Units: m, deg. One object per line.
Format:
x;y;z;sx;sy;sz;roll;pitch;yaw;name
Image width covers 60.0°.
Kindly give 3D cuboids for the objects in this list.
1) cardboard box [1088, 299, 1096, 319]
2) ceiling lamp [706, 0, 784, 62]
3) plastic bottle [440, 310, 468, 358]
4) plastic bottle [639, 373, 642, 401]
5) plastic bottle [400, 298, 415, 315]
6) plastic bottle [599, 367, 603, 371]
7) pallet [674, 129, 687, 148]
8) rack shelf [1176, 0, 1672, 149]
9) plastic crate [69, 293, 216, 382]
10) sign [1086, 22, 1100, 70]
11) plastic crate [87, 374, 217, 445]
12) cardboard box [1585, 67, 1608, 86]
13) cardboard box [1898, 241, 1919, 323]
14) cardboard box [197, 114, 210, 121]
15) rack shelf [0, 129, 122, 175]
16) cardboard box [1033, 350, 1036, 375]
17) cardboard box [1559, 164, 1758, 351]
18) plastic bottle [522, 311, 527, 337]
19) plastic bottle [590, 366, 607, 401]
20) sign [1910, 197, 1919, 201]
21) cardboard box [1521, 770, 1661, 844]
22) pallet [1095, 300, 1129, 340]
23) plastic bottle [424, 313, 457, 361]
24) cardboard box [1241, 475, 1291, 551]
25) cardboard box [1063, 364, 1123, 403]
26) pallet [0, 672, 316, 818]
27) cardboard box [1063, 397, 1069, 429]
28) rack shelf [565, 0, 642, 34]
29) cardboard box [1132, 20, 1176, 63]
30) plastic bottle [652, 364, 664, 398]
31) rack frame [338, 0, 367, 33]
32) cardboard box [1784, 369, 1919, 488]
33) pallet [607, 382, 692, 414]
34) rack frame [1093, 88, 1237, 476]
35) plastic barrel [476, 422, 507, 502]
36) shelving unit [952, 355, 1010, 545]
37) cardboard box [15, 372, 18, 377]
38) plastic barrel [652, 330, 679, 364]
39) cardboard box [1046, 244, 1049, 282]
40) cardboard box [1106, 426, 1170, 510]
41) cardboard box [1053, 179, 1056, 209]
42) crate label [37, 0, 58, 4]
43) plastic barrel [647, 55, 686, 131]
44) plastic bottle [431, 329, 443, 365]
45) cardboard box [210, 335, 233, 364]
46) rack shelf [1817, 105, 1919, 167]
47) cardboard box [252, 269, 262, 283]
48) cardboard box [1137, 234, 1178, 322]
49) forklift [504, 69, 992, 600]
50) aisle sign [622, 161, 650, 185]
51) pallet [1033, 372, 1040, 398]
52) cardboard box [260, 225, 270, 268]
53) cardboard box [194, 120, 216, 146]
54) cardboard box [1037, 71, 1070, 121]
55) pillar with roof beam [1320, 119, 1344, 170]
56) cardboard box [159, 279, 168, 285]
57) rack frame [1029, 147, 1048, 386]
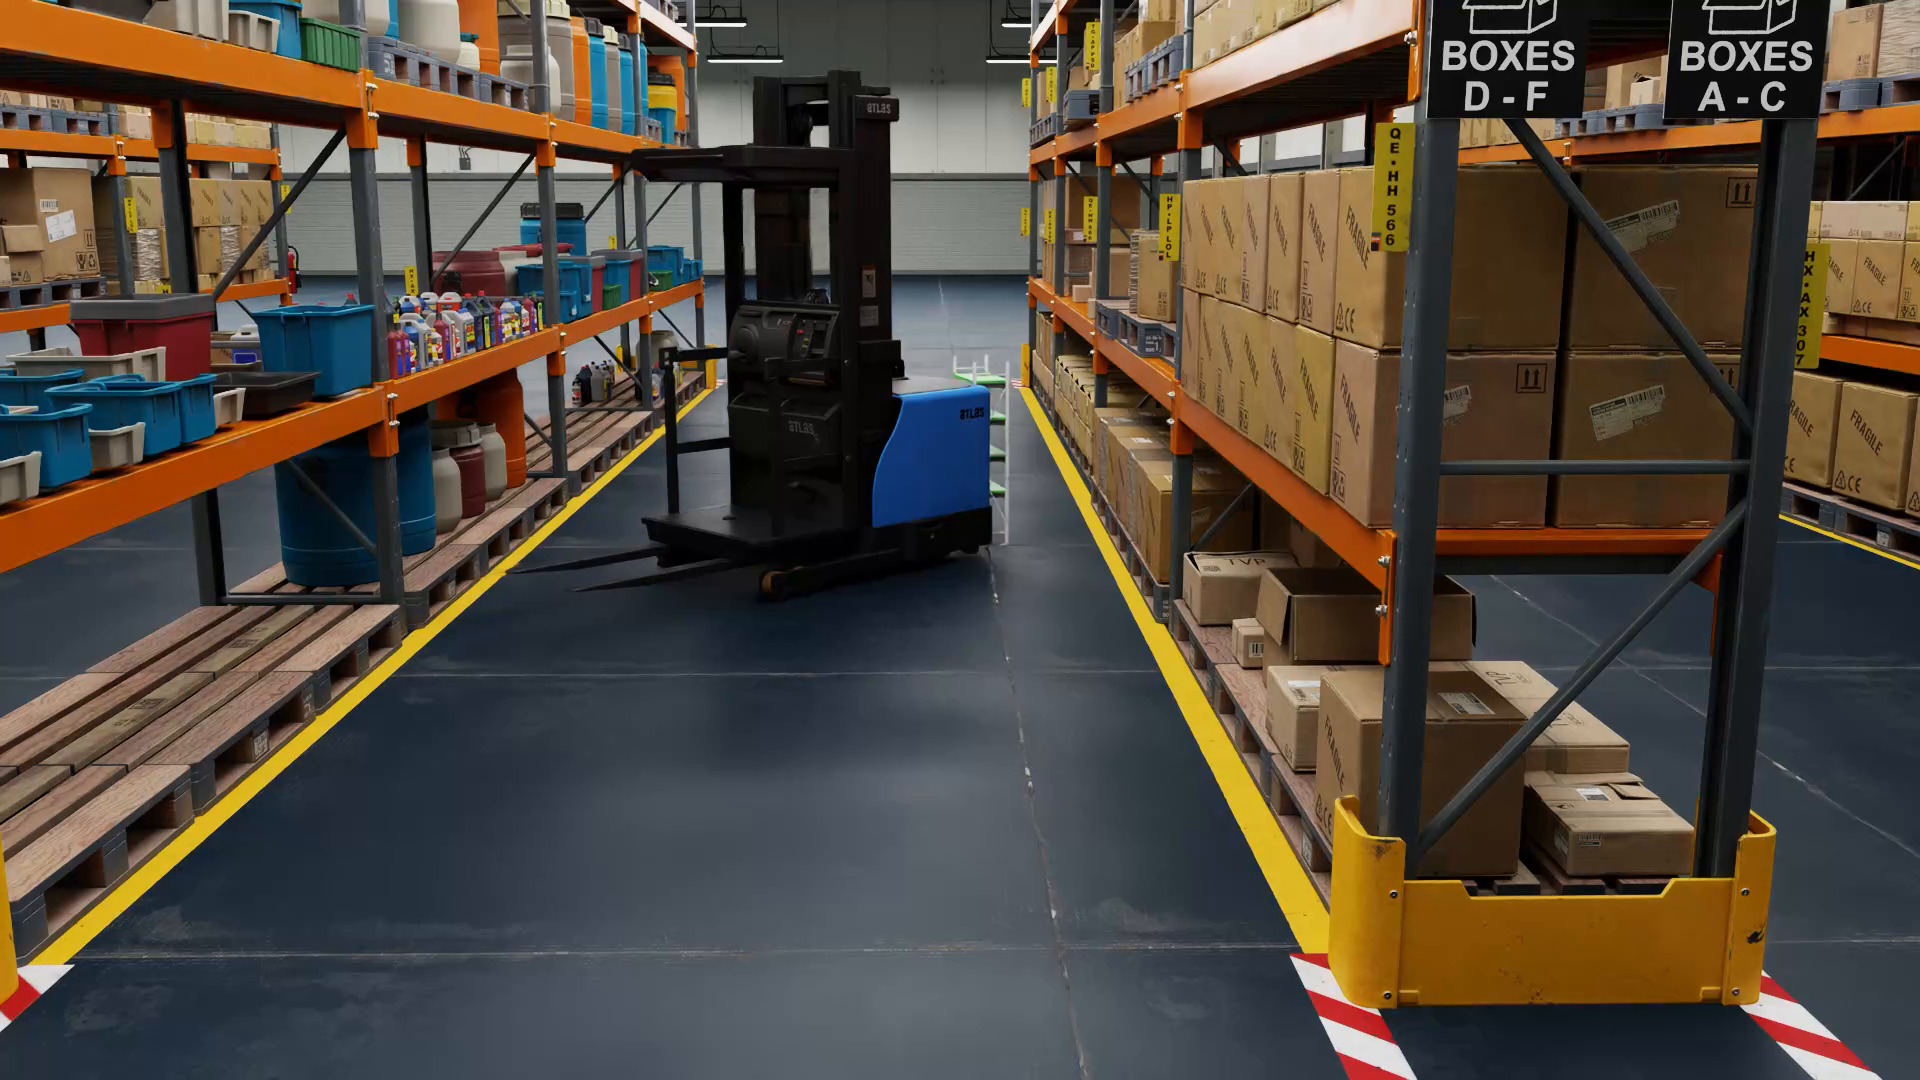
1.213;-1.831;13.173;0.380;0.149;0.250;0;11;-1;cardboard box
-5.664;-14.198;43.730;2.000;3.185;0.800;0;11;-1;ceiling lamp
-3.015;-1.225;9.865;0.152;0.276;0.135;0;11;-1;plastic bottle
-3.236;-1.565;16.956;0.061;0.283;0.133;0;11;-1;plastic bottle
-3.714;-1.492;11.192;0.097;0.271;0.097;0;11;0;plastic bottle
-3.839;-1.695;17.611;0.152;0.276;0.135;0;11;0;plastic bottle
-3.691;-4.560;18.923;1.003;0.211;1.213;0;11;-1;pallet
1.632;-1.702;6.167;1.077;0.370;4.000;0;11;-1;rack shelf
-3.594;-0.844;7.364;0.402;0.464;0.583;0;11;-1;plastic crate
0.953;-3.538;11.912;0.100;0.325;0.005;0;11;-1;sign
-2.989;-0.486;6.181;0.416;0.233;0.300;0;11;-1;plastic crate
6.096;-4.710;16.372;0.500;0.500;0.500;-1;12;-6;cardboard box
6.244;-1.599;10.344;0.500;0.500;0.500;0;11;0;cardboard box
-8.265;-4.552;17.781;0.380;0.149;0.250;-1;11;-4;cardboard box
-8.438;-3.252;13.809;1.077;0.370;4.000;0;11;-1;rack shelf
1.131;-2.118;19.813;0.500;0.250;0.500;0;11;-1;cardboard box
1.927;-0.815;4.765;0.500;0.500;0.500;0;11;1;cardboard box
-3.019;-1.493;11.373;0.097;0.201;0.097;0;11;0;plastic bottle
-3.685;-1.597;16.943;0.144;0.351;0.185;0;11;-1;plastic bottle
7.015;-2.368;12.276;0.100;0.325;0.005;0;11;-1;sign
2.003;0.852;5.334;0.380;0.166;0.250;0;11;-1;cardboard box
1.592;-1.548;11.629;1.213;0.211;1.003;0;11;-1;pallet
-3.010;-1.179;9.637;0.152;0.276;0.135;0;11;-1;plastic bottle
1.824;-0.069;9.037;0.500;0.500;0.500;-1;11;-4;cardboard box
1.202;-1.419;14.960;0.500;0.311;0.500;-1;11;-3;cardboard box
-3.280;0.794;6.616;1.003;0.211;1.213;0;11;-1;pallet
1.208;-1.144;15.015;0.500;0.250;0.500;-1;11;-3;cardboard box
-3.486;-4.546;13.650;1.077;0.370;4.000;0;11;-1;rack shelf
1.572;-3.004;10.528;0.910;0.500;0.500;0;11;-1;cardboard box
-3.129;-1.632;17.114;0.144;0.351;0.185;0;11;0;plastic bottle
-3.362;-3.902;7.660;1.000;3.000;0.127;0;11;-1;rack frame
6.344;-0.803;11.825;0.750;0.750;0.750;0;11;-2;cardboard box
-3.528;-1.562;18.230;1.003;0.211;1.213;0;11;-1;pallet
1.508;-1.777;12.273;1.000;3.000;0.127;0;11;-1;rack frame
-3.317;-0.535;11.351;0.421;0.512;0.421;0;11;0;plastic barrel
0.135;-0.599;10.995;0.258;1.200;0.503;-3;12;-15;shelving unit
-8.485;-1.194;14.582;0.700;0.500;0.500;-1;12;-6;cardboard box
-3.520;-2.203;19.577;0.421;0.512;0.421;0;11;0;plastic barrel
1.355;-3.219;19.129;0.700;0.500;0.500;0;11;0;cardboard box
1.253;-0.472;11.021;0.500;0.500;0.500;0;11;-2;cardboard box
1.378;-3.644;17.963;0.700;0.500;0.500;0;11;-1;cardboard box
-2.975;-1.749;4.964;0.408;0.251;0.502;0;11;-1;crate label
-3.473;-5.138;19.158;0.600;0.830;0.708;0;11;-1;plastic barrel
-2.977;-1.093;9.401;0.097;0.201;0.097;0;11;0;plastic bottle
-8.519;-2.065;18.924;0.500;0.500;0.500;3;12;14;cardboard box
6.502;-2.518;10.190;1.077;0.370;4.000;0;11;-1;rack shelf
-8.288;-3.049;19.175;0.380;0.149;0.250;0;11;-1;cardboard box
1.492;-1.587;10.031;0.700;0.500;0.500;-3;12;-16;cardboard box
-1.191;-1.213;9.667;1.130;2.935;3.031;11;16;44;forklift
-3.904;-4.635;19.821;0.394;0.787;0.004;0;11;-1;aisle sign
1.400;-1.849;19.640;1.003;0.211;1.213;0;11;-1;pallet
-8.578;-3.412;19.335;0.875;0.500;0.500;0;11;-1;cardboard box
-8.267;-4.328;17.680;0.500;0.250;0.500;0;11;-2;cardboard box
1.103;-4.829;18.115;0.500;0.500;0.500;0;11;-1;cardboard box
2.622;-8.560;30.621;9.100;9.000;0.400;0;11;-1;pillar with roof beam
-8.208;-2.552;16.726;0.380;0.149;0.250;0;11;-1;cardboard box
1.342;-3.367;20.111;1.000;3.000;0.127;0;11;-1;rack frame
